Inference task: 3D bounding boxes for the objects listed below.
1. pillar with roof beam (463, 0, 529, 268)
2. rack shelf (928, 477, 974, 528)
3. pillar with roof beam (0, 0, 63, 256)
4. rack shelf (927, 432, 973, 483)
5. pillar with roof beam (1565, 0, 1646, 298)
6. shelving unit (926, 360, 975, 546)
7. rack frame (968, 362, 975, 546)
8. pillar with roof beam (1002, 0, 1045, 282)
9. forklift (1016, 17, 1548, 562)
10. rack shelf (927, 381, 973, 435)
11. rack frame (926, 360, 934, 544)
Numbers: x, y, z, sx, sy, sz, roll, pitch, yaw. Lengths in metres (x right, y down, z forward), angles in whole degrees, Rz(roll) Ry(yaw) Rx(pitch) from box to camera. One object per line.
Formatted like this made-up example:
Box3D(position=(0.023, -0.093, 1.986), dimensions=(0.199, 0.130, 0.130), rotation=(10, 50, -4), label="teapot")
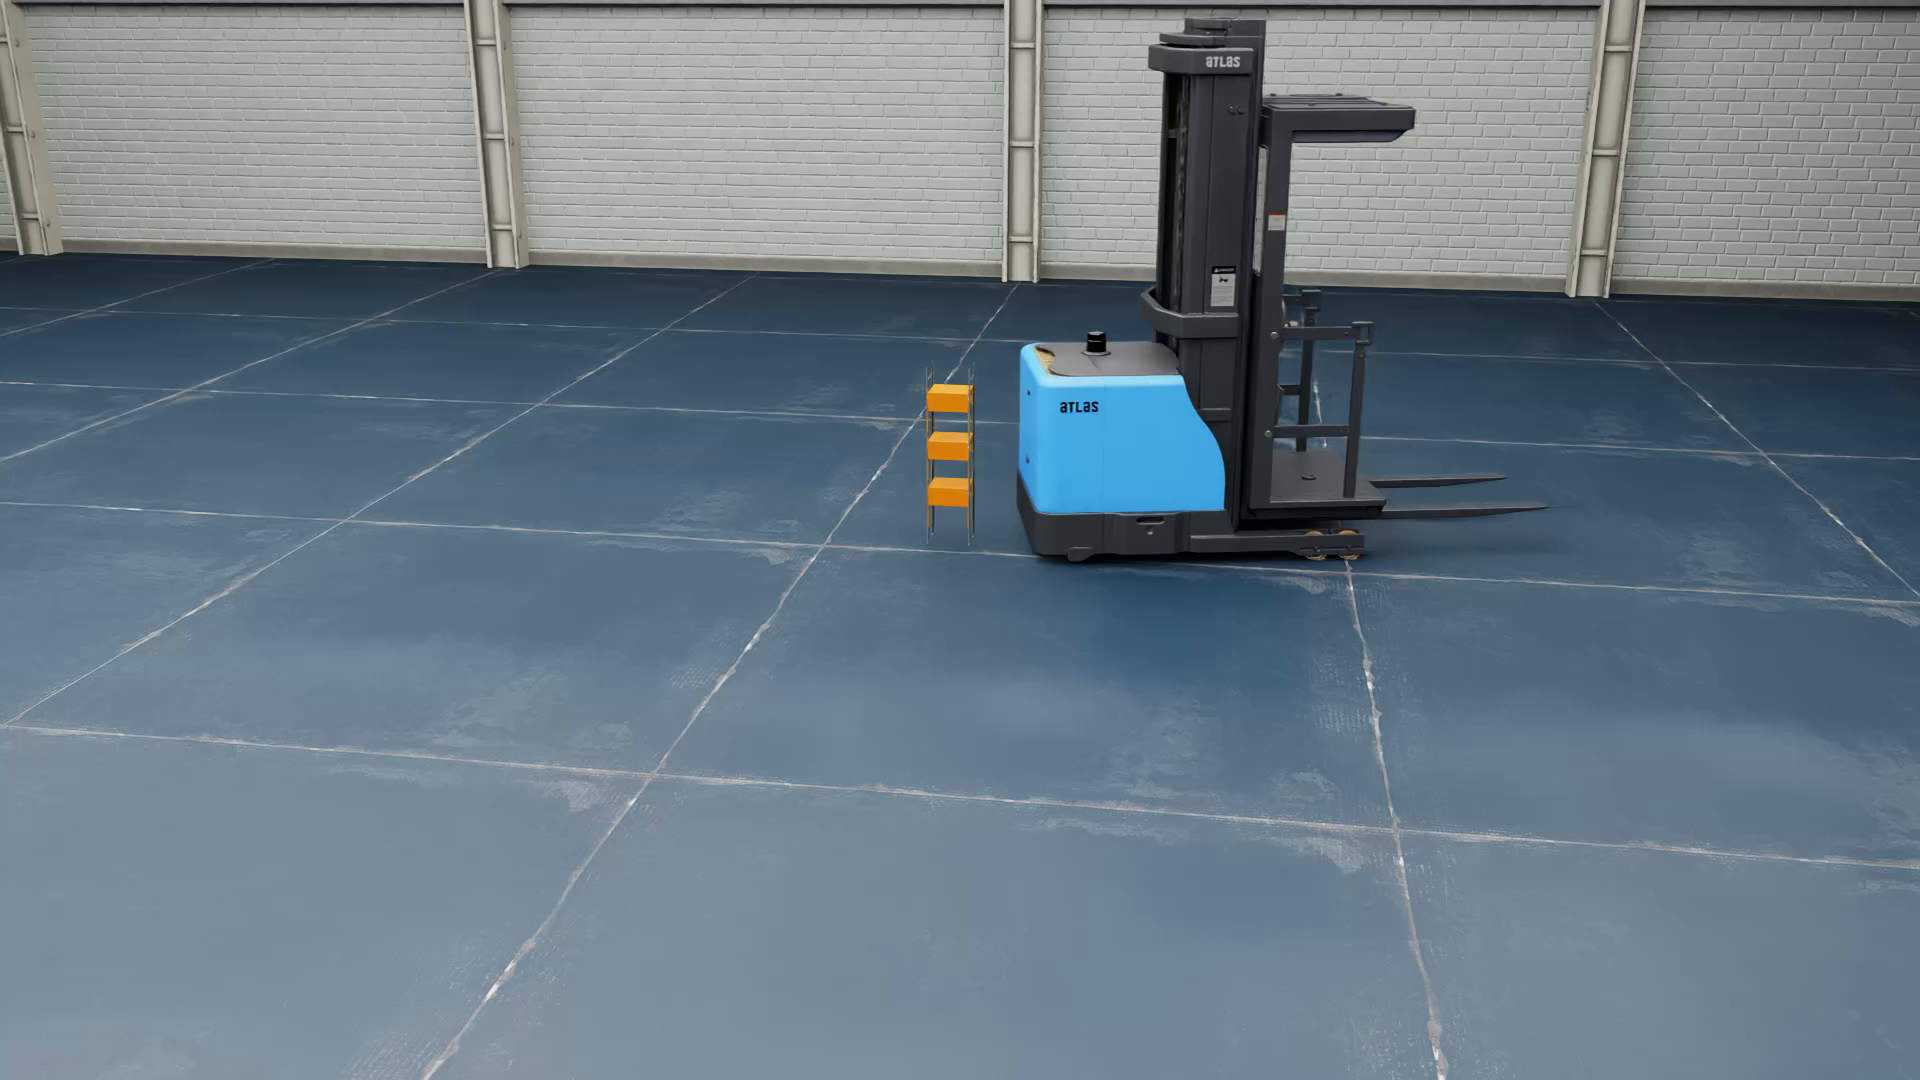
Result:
Box3D(position=(-5.927, -6.107, 13.874), dimensions=(0.400, 9.000, 9.100), rotation=(3, 19, 9), label="pillar with roof beam")
Box3D(position=(-0.053, -0.227, 9.736), dimensions=(0.240, 0.259, 0.215), rotation=(3, 19, 9), label="rack shelf")
Box3D(position=(-11.851, -6.409, 14.776), dimensions=(0.400, 9.000, 9.100), rotation=(3, 19, 9), label="pillar with roof beam")
Box3D(position=(-0.053, -0.491, 9.648), dimensions=(0.240, 0.259, 0.215), rotation=(3, 19, 9), label="rack shelf")
Box3D(position=(5.921, -5.503, 12.069), dimensions=(0.400, 9.000, 9.100), rotation=(3, 19, 9), label="pillar with roof beam")
Box3D(position=(-0.053, -0.501, 9.645), dimensions=(0.252, 1.050, 0.215), rotation=(3, 19, 9), label="shelving unit")
Box3D(position=(0.068, -0.494, 9.626), dimensions=(0.008, 1.050, 0.200), rotation=(3, 19, 9), label="rack frame")
Box3D(position=(-0.003, -5.805, 12.971), dimensions=(0.400, 9.000, 9.100), rotation=(3, 19, 9), label="pillar with roof beam")
Box3D(position=(1.891, -1.438, 9.482), dimensions=(3.031, 2.935, 1.130), rotation=(-1, 19, -4), label="forklift")
Box3D(position=(-0.053, -0.760, 9.558), dimensions=(0.240, 0.259, 0.215), rotation=(3, 19, 9), label="rack shelf")
Box3D(position=(-0.173, -0.507, 9.663), dimensions=(0.008, 1.050, 0.200), rotation=(3, 19, 9), label="rack frame")
